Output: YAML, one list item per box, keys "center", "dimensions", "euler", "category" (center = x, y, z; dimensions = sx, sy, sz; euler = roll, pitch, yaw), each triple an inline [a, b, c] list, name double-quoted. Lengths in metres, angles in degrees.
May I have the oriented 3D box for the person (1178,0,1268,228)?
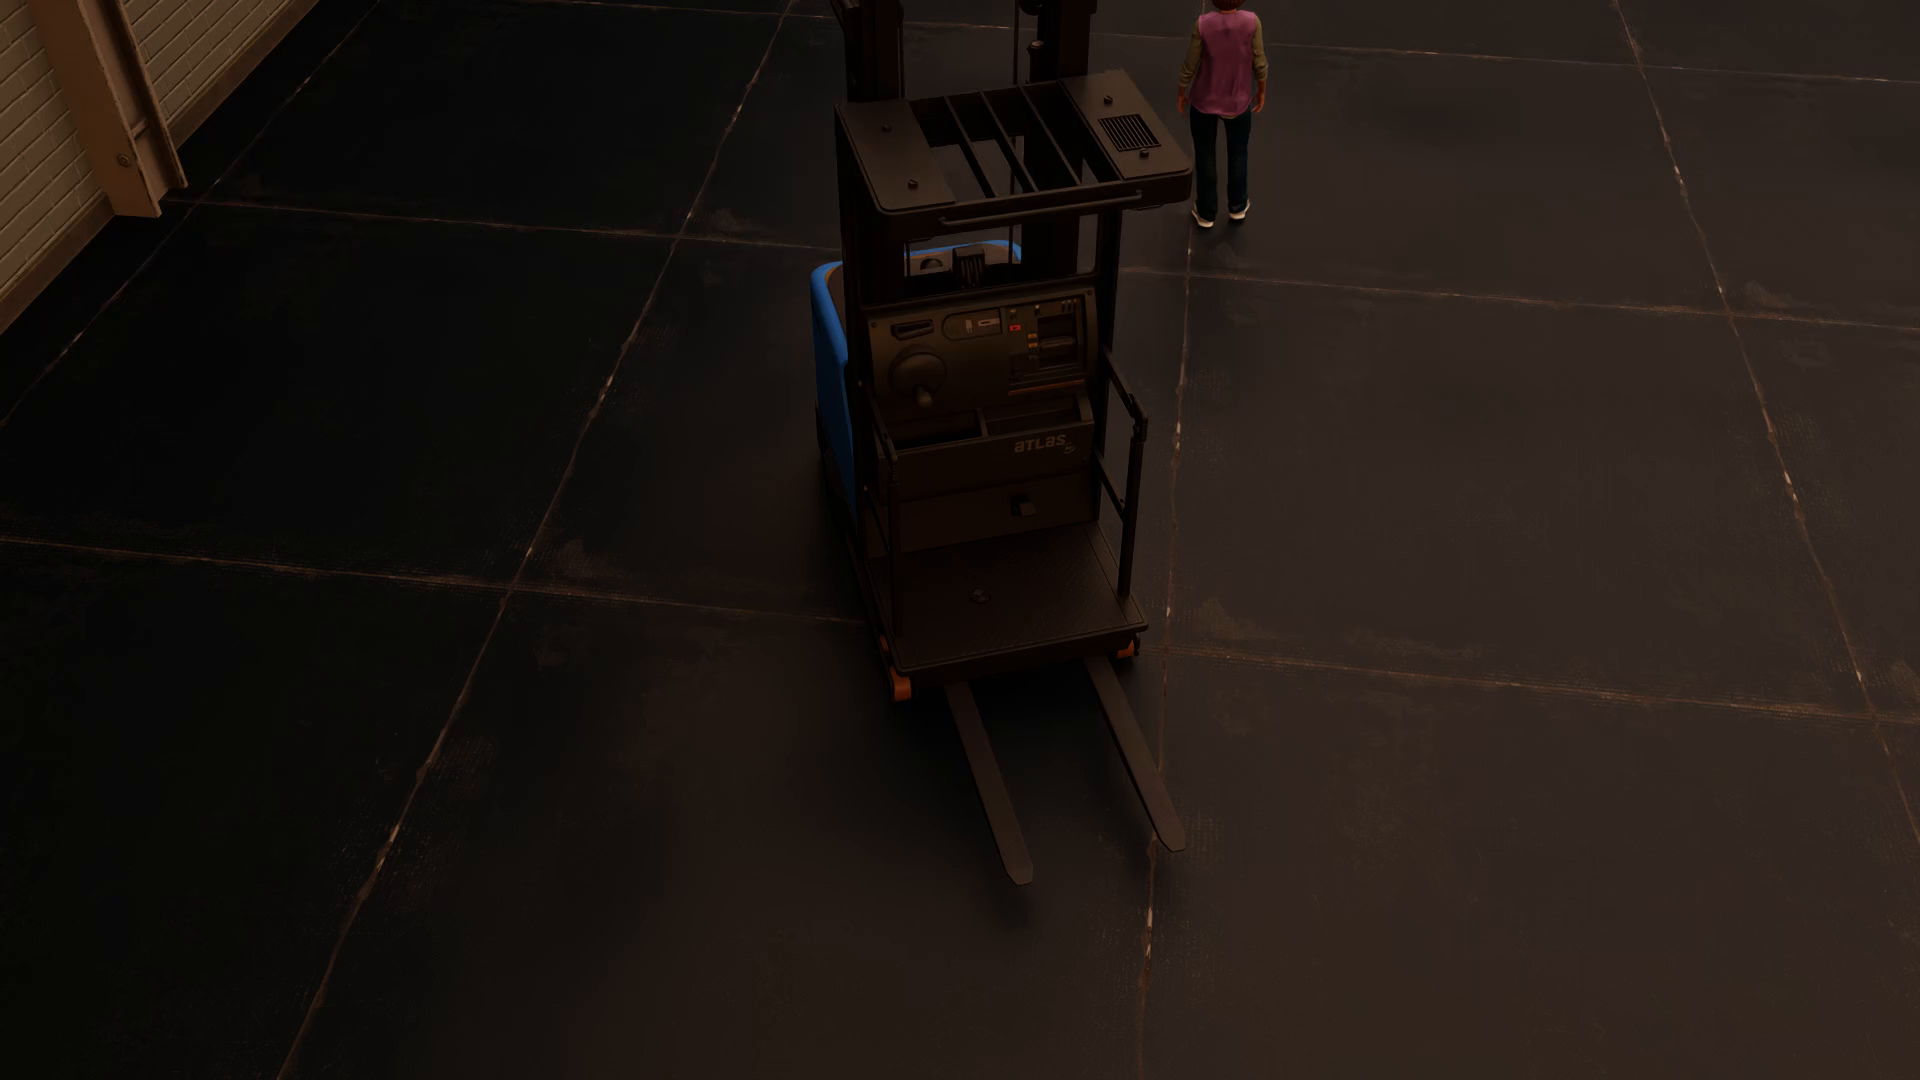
- center: [1.484, -2.518, 9.442]
  dimensions: [0.519, 1.598, 0.474]
  euler: [3, 43, 3]
  category: "person"

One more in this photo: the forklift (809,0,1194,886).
- center: [0.153, -0.681, 6.465]
  dimensions: [1.130, 2.935, 3.031]
  euler: [-10, 44, -11]
  category: "forklift"
